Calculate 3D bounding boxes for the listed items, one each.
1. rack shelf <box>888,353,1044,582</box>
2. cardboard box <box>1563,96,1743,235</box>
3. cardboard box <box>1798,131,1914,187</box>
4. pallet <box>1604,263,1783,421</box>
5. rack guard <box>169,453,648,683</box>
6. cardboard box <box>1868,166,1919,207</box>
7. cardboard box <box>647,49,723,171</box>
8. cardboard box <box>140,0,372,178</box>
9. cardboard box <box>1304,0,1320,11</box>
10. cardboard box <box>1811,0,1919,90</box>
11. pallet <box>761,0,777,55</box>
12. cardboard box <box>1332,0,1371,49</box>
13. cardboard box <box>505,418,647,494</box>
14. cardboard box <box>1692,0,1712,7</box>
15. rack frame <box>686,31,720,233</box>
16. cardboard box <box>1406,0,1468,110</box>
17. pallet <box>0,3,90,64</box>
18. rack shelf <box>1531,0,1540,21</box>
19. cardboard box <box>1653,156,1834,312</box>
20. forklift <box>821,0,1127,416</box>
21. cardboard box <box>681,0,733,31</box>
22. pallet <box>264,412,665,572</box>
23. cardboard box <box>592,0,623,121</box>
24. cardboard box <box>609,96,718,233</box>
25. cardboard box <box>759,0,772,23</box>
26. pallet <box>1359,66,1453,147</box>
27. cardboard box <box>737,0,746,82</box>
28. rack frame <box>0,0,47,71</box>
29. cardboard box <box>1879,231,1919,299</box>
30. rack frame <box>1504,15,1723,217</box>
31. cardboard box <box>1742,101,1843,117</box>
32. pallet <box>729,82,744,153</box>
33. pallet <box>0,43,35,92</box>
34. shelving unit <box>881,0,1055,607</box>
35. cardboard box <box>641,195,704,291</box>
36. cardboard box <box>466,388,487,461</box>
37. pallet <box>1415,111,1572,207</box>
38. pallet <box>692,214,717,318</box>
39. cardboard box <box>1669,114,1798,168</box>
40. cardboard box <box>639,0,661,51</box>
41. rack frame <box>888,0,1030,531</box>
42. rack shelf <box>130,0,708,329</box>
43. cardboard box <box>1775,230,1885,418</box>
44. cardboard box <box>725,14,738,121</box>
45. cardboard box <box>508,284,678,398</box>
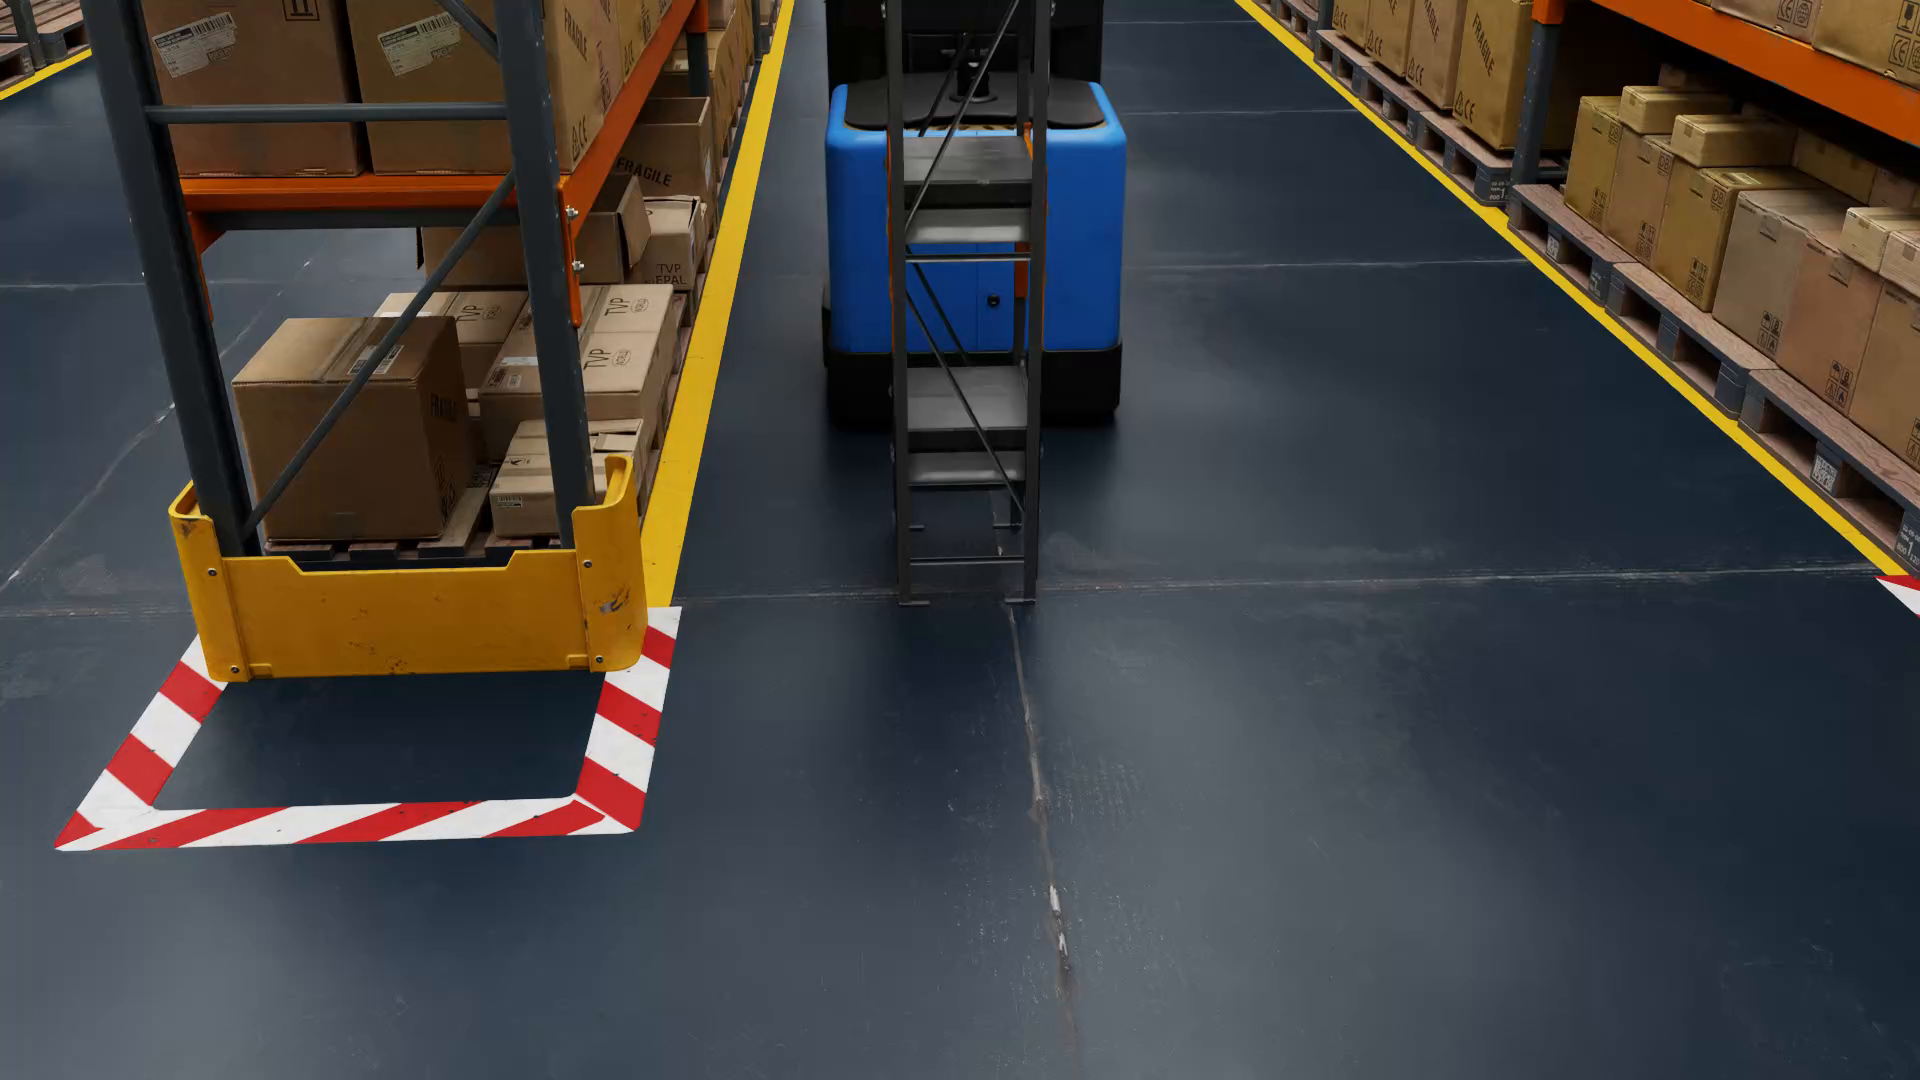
[{"bbox_3d":[0.009,-0.222,4.948,0.431,0.518,0.480,-1,28,-3],"label":"rack shelf"},{"bbox_3d":[3.198,-1.699,7.514,0.700,0.500,0.500,-1,28,-2],"label":"cardboard box"},{"bbox_3d":[3.459,-1.458,6.349,0.380,0.149,0.250,-2,28,-4],"label":"cardboard box"},{"bbox_3d":[3.290,-0.815,6.585,1.003,0.211,1.213,-1,28,-3],"label":"pallet"},{"bbox_3d":[-1.480,0.072,4.570,1.175,0.500,0.348,-1,28,-3],"label":"rack guard"},{"bbox_3d":[3.486,-1.223,5.898,0.380,0.149,0.250,-1,28,-2],"label":"cardboard box"},{"bbox_3d":[-1.467,-2.164,8.383,0.500,0.500,0.500,-3,28,-5],"label":"cardboard box"},{"bbox_3d":[-1.772,-1.245,4.286,0.500,0.500,0.500,-1,28,-1],"label":"cardboard box"},{"bbox_3d":[2.963,-4.235,12.353,0.700,0.500,0.500,-1,28,-2],"label":"cardboard box"},{"bbox_3d":[3.384,-1.826,5.183,0.980,0.700,0.700,-2,28,-3],"label":"cardboard box"},{"bbox_3d":[-1.898,-3.840,12.384,1.003,0.211,1.213,-1,28,-3],"label":"pallet"},{"bbox_3d":[2.960,-3.707,10.984,0.750,0.750,0.750,-2,28,-3],"label":"cardboard box"},{"bbox_3d":[-1.168,-0.257,5.087,0.380,0.166,0.250,-1,28,-3],"label":"cardboard box"},{"bbox_3d":[3.306,-2.514,6.503,0.980,0.700,0.700,-2,28,-4],"label":"cardboard box"},{"bbox_3d":[-1.685,-2.848,7.467,1.000,3.000,0.127,-1,28,-3],"label":"rack frame"},{"bbox_3d":[3.048,-2.910,9.456,0.750,0.750,0.750,-1,28,-1],"label":"cardboard box"},{"bbox_3d":[-6.843,-3.700,12.115,1.003,0.211,1.213,-1,28,-3],"label":"pallet"},{"bbox_3d":[3.157,-3.574,9.637,1.077,0.370,4.000,-1,28,-3],"label":"rack shelf"},{"bbox_3d":[3.245,-1.230,6.614,0.700,0.500,0.500,-1,28,-1],"label":"cardboard box"},{"bbox_3d":[0.008,-2.383,6.650,1.130,2.935,3.031,-1,28,-2],"label":"forklift"},{"bbox_3d":[-1.520,-2.958,9.095,0.500,0.250,0.500,-1,28,-3],"label":"cardboard box"},{"bbox_3d":[-1.523,-0.167,5.343,1.003,0.211,1.213,-1,28,-3],"label":"pallet"},{"bbox_3d":[-1.269,-1.494,4.764,0.500,0.500,0.500,-2,28,-3],"label":"cardboard box"},{"bbox_3d":[-1.372,-1.678,7.452,0.500,0.500,0.500,-1,28,-3],"label":"cardboard box"},{"bbox_3d":[-1.628,-3.911,12.025,0.500,0.250,0.500,-1,28,-3],"label":"cardboard box"},{"bbox_3d":[3.079,-2.652,10.107,1.003,0.211,1.213,-1,28,-3],"label":"pallet"},{"bbox_3d":[-1.584,-3.117,10.209,0.500,0.500,0.500,-2,28,-5],"label":"cardboard box"},{"bbox_3d":[-6.841,-4.577,10.783,1.000,3.000,0.127,-1,28,-3],"label":"rack frame"},{"bbox_3d":[3.145,-0.863,5.209,0.380,0.149,0.250,-2,28,-3],"label":"cardboard box"},{"bbox_3d":[3.261,-2.969,7.700,1.000,3.000,0.127,-1,28,-3],"label":"rack frame"},{"bbox_3d":[3.433,-1.694,6.801,0.380,0.149,0.250,-2,28,-4],"label":"cardboard box"},{"bbox_3d":[-1.832,-2.551,9.913,1.003,0.211,1.213,-1,28,-3],"label":"pallet"},{"bbox_3d":[-6.758,-2.978,10.731,1.003,0.211,1.213,-1,28,-3],"label":"pallet"},{"bbox_3d":[0.009,-0.855,4.618,0.431,2.100,0.503,-1,28,-3],"label":"shelving unit"},{"bbox_3d":[-1.333,-1.248,6.831,0.500,0.311,0.500,-1,28,-3],"label":"cardboard box"},{"bbox_3d":[-1.682,-0.374,5.311,0.380,0.166,0.250,-1,28,-3],"label":"cardboard box"},{"bbox_3d":[3.146,-2.087,9.024,1.003,0.211,1.213,-1,28,-3],"label":"pallet"},{"bbox_3d":[-1.651,-1.294,7.504,1.003,0.211,1.213,-1,28,-3],"label":"pallet"},{"bbox_3d":[3.061,-1.583,6.590,0.380,0.149,0.250,-2,28,-4],"label":"cardboard box"},{"bbox_3d":[-1.316,-1.957,5.651,0.500,0.500,0.500,-1,28,-2],"label":"cardboard box"},{"bbox_3d":[-0.004,-0.967,4.834,0.400,2.100,0.015,-1,28,-3],"label":"rack frame"},{"bbox_3d":[-1.581,-1.605,5.862,1.077,0.370,4.000,-1,28,-3],"label":"rack shelf"},{"bbox_3d":[3.308,-0.752,5.697,0.700,0.500,0.500,-1,28,-3],"label":"cardboard box"},{"bbox_3d":[-1.525,-2.641,9.297,0.500,0.500,0.500,-1,28,-2],"label":"cardboard box"},{"bbox_3d":[-1.274,-0.696,5.839,0.500,0.250,0.500,-1,28,-3],"label":"cardboard box"}]
